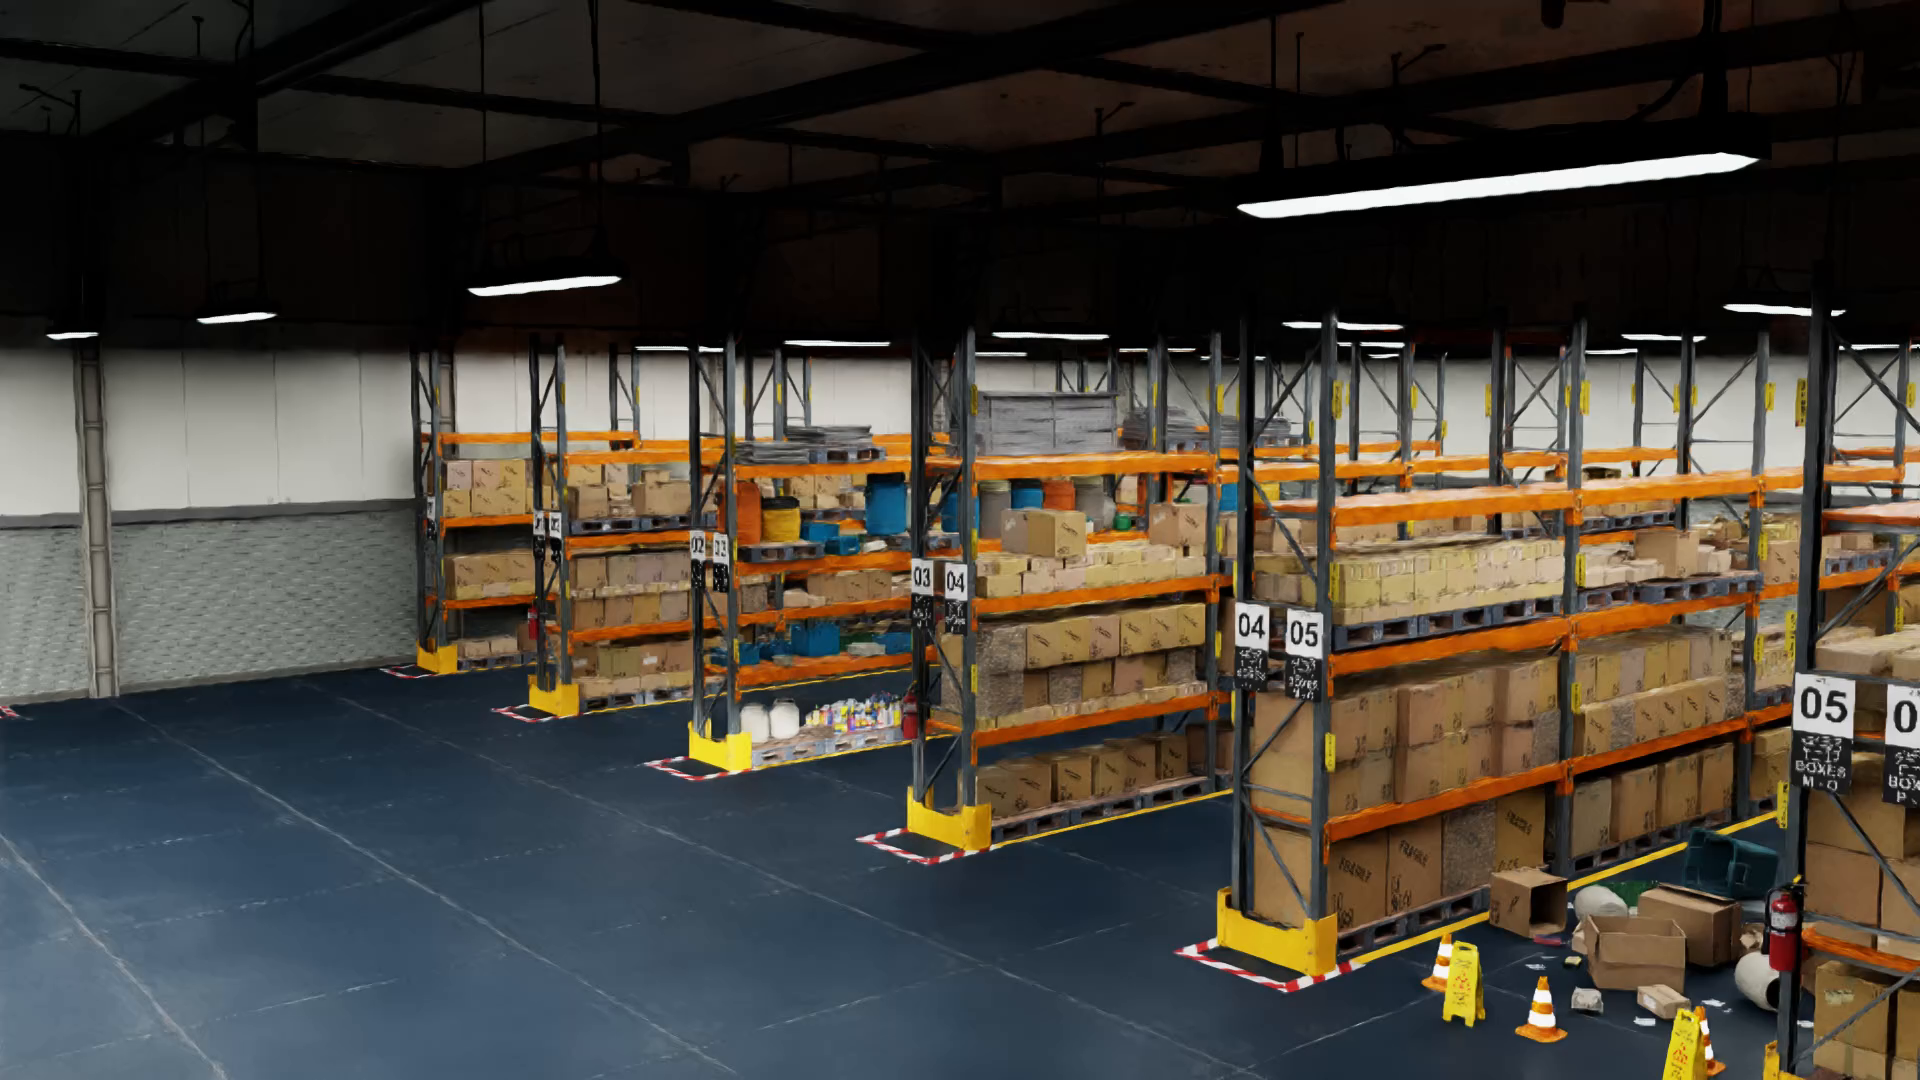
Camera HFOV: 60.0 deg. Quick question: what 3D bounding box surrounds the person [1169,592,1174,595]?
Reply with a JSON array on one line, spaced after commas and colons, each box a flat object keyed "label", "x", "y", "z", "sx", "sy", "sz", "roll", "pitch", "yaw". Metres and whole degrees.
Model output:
[{"label": "person", "x": 4.779, "y": 0.696, "z": 39.556, "sx": 1.086, "sy": 1.585, "sz": 0.495, "roll": -4, "pitch": 7, "yaw": -37}]
